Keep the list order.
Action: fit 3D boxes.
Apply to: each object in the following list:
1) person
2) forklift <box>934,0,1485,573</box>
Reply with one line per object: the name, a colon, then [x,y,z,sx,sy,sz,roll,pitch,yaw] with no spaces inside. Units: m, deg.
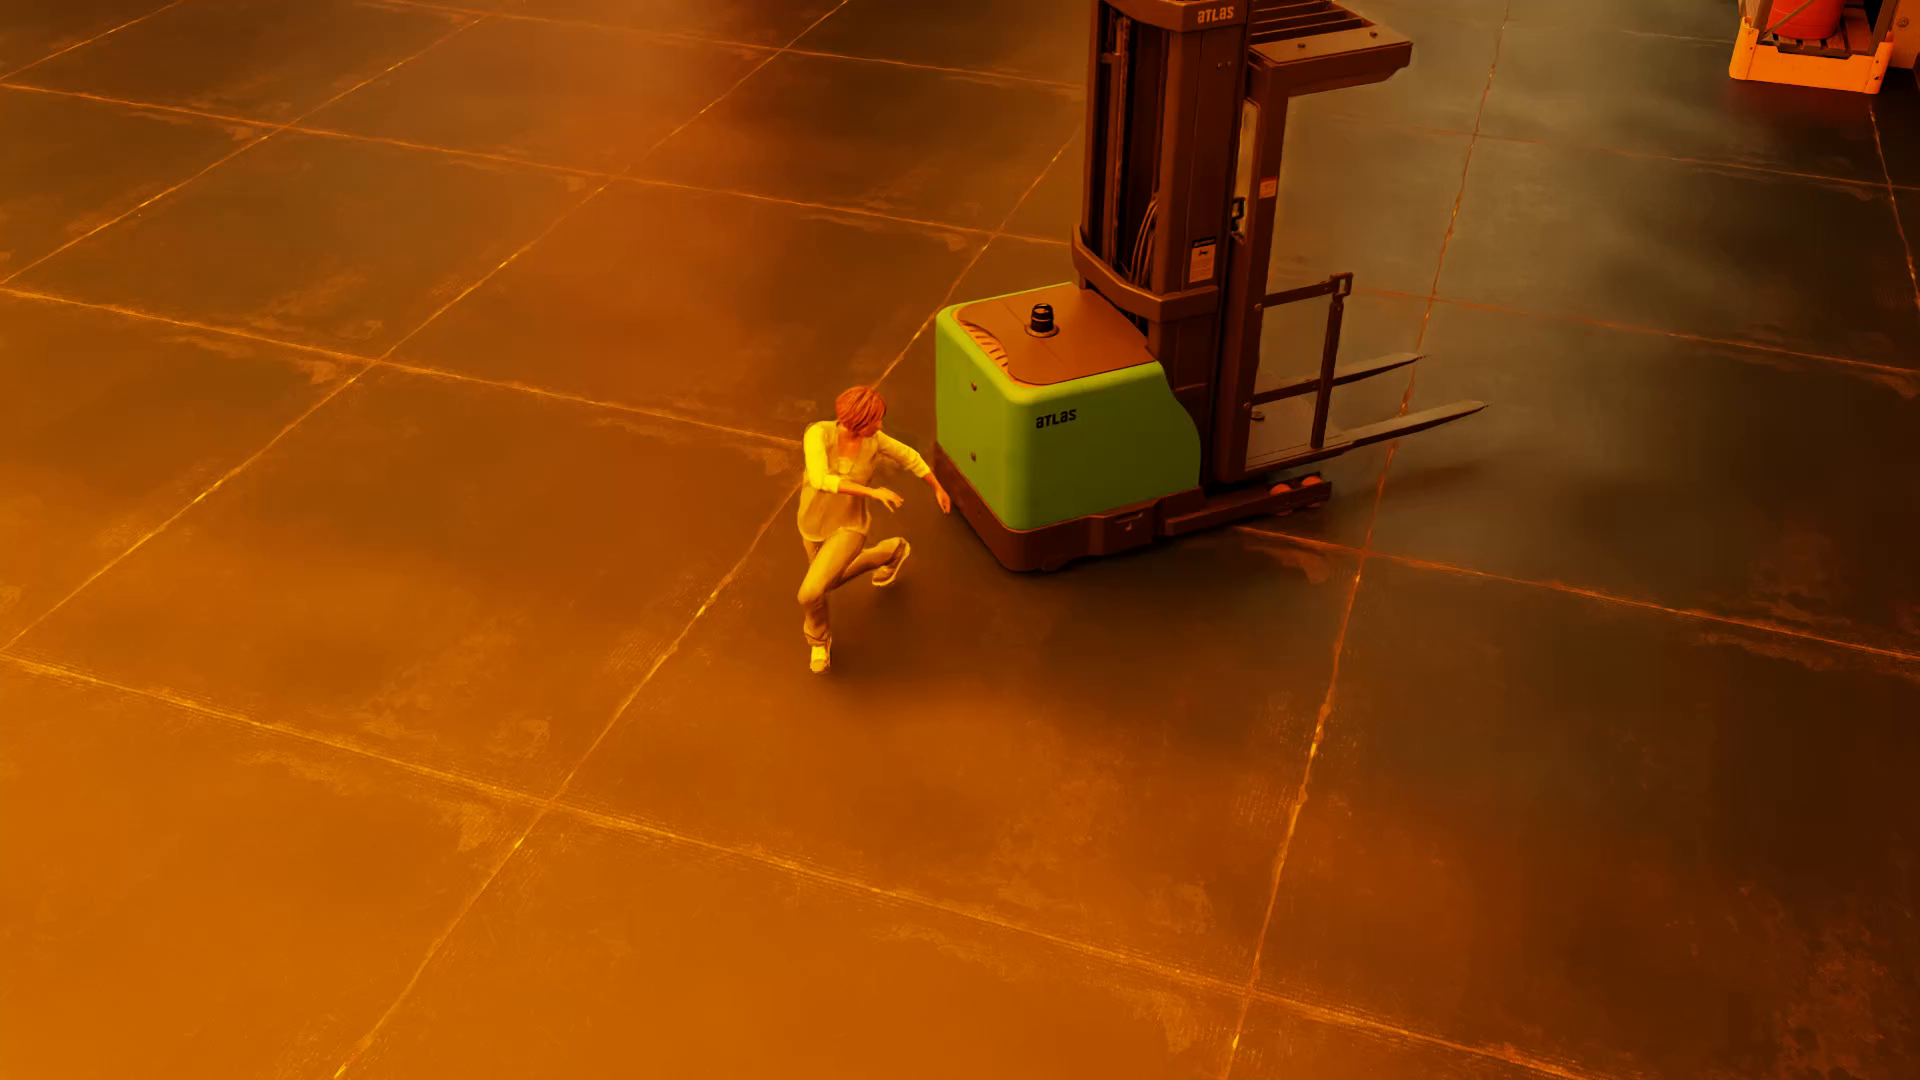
person: [-0.429,-0.102,7.684,0.632,1.365,0.867,10,37,14]
forklift: [1.426,-1.589,8.353,3.031,2.935,1.130,-14,38,-19]
